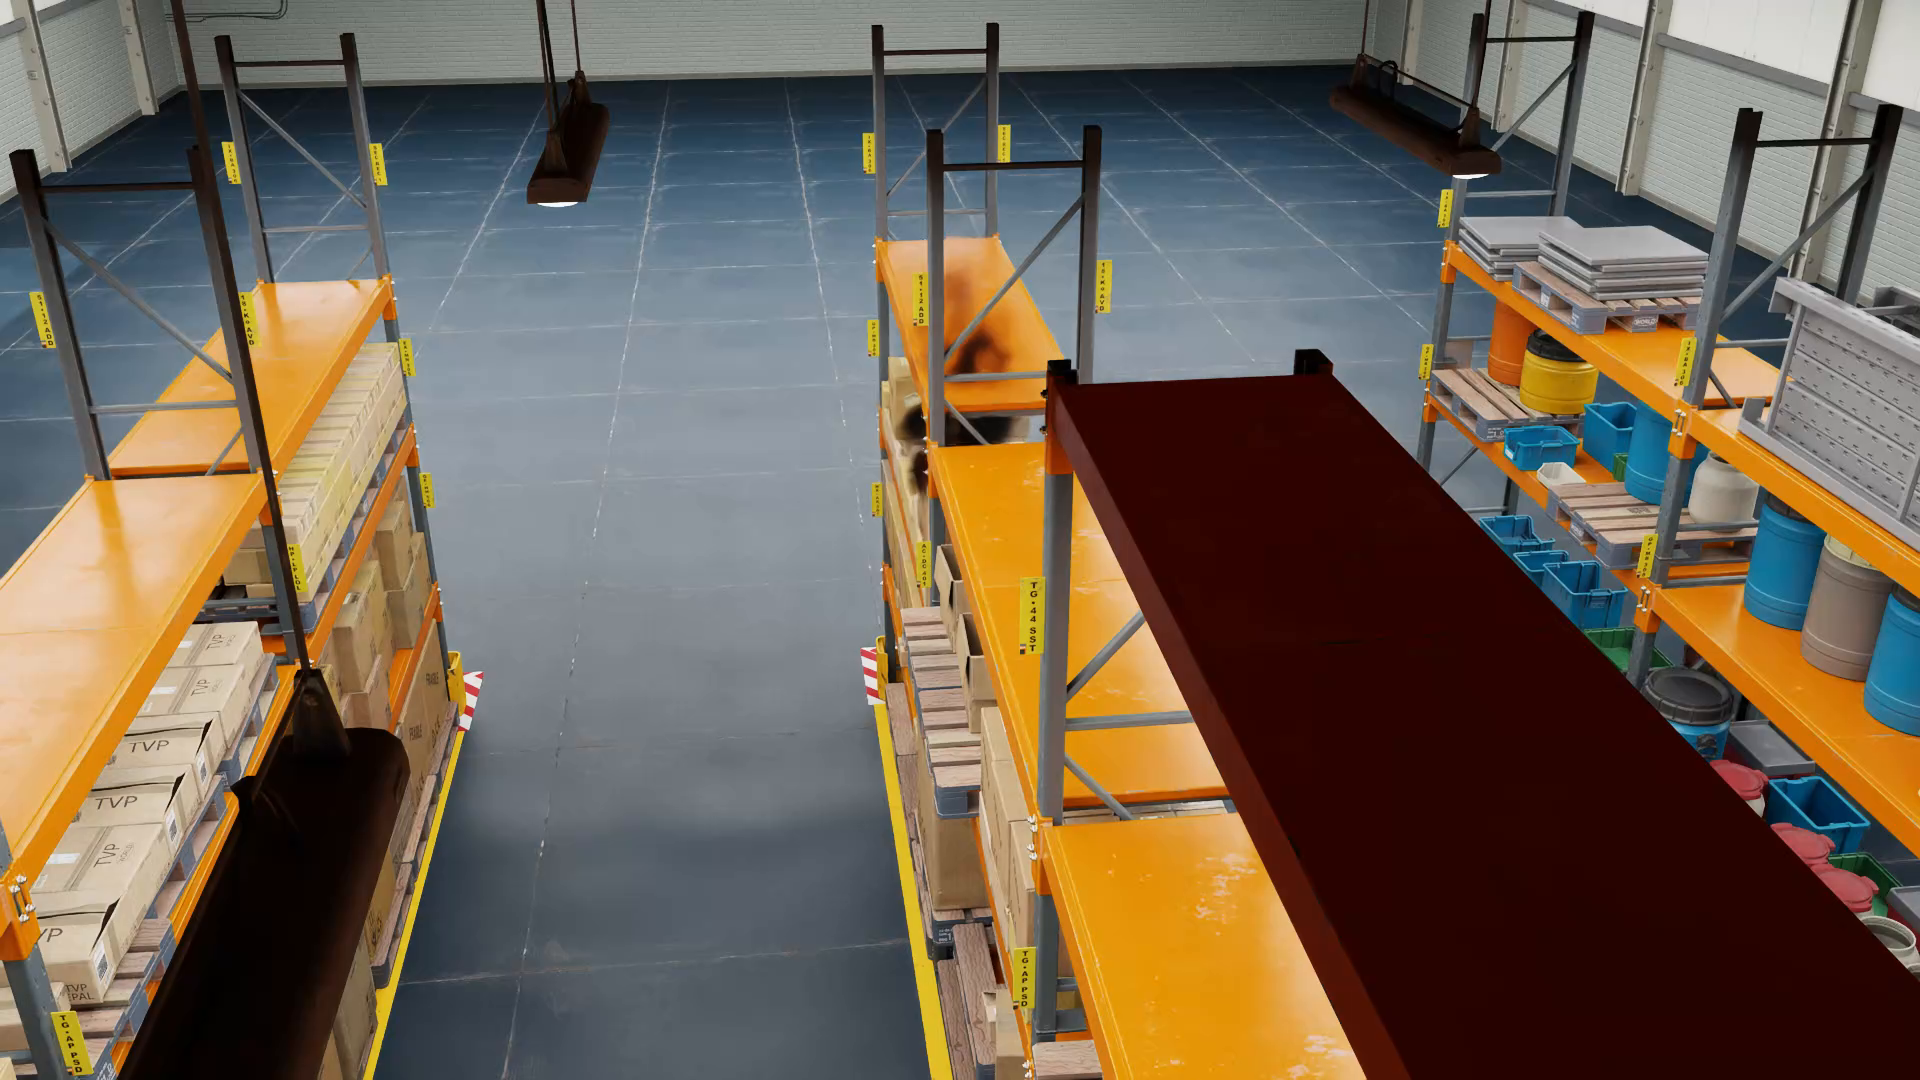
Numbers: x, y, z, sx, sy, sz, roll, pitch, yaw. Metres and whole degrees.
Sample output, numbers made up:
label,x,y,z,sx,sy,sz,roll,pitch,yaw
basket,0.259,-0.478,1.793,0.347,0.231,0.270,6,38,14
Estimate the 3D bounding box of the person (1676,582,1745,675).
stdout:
label,x,y,z,sx,sy,sz,roll,pitch,yaw
person,6.551,0.895,14.564,0.666,1.847,0.937,-8,27,-17
